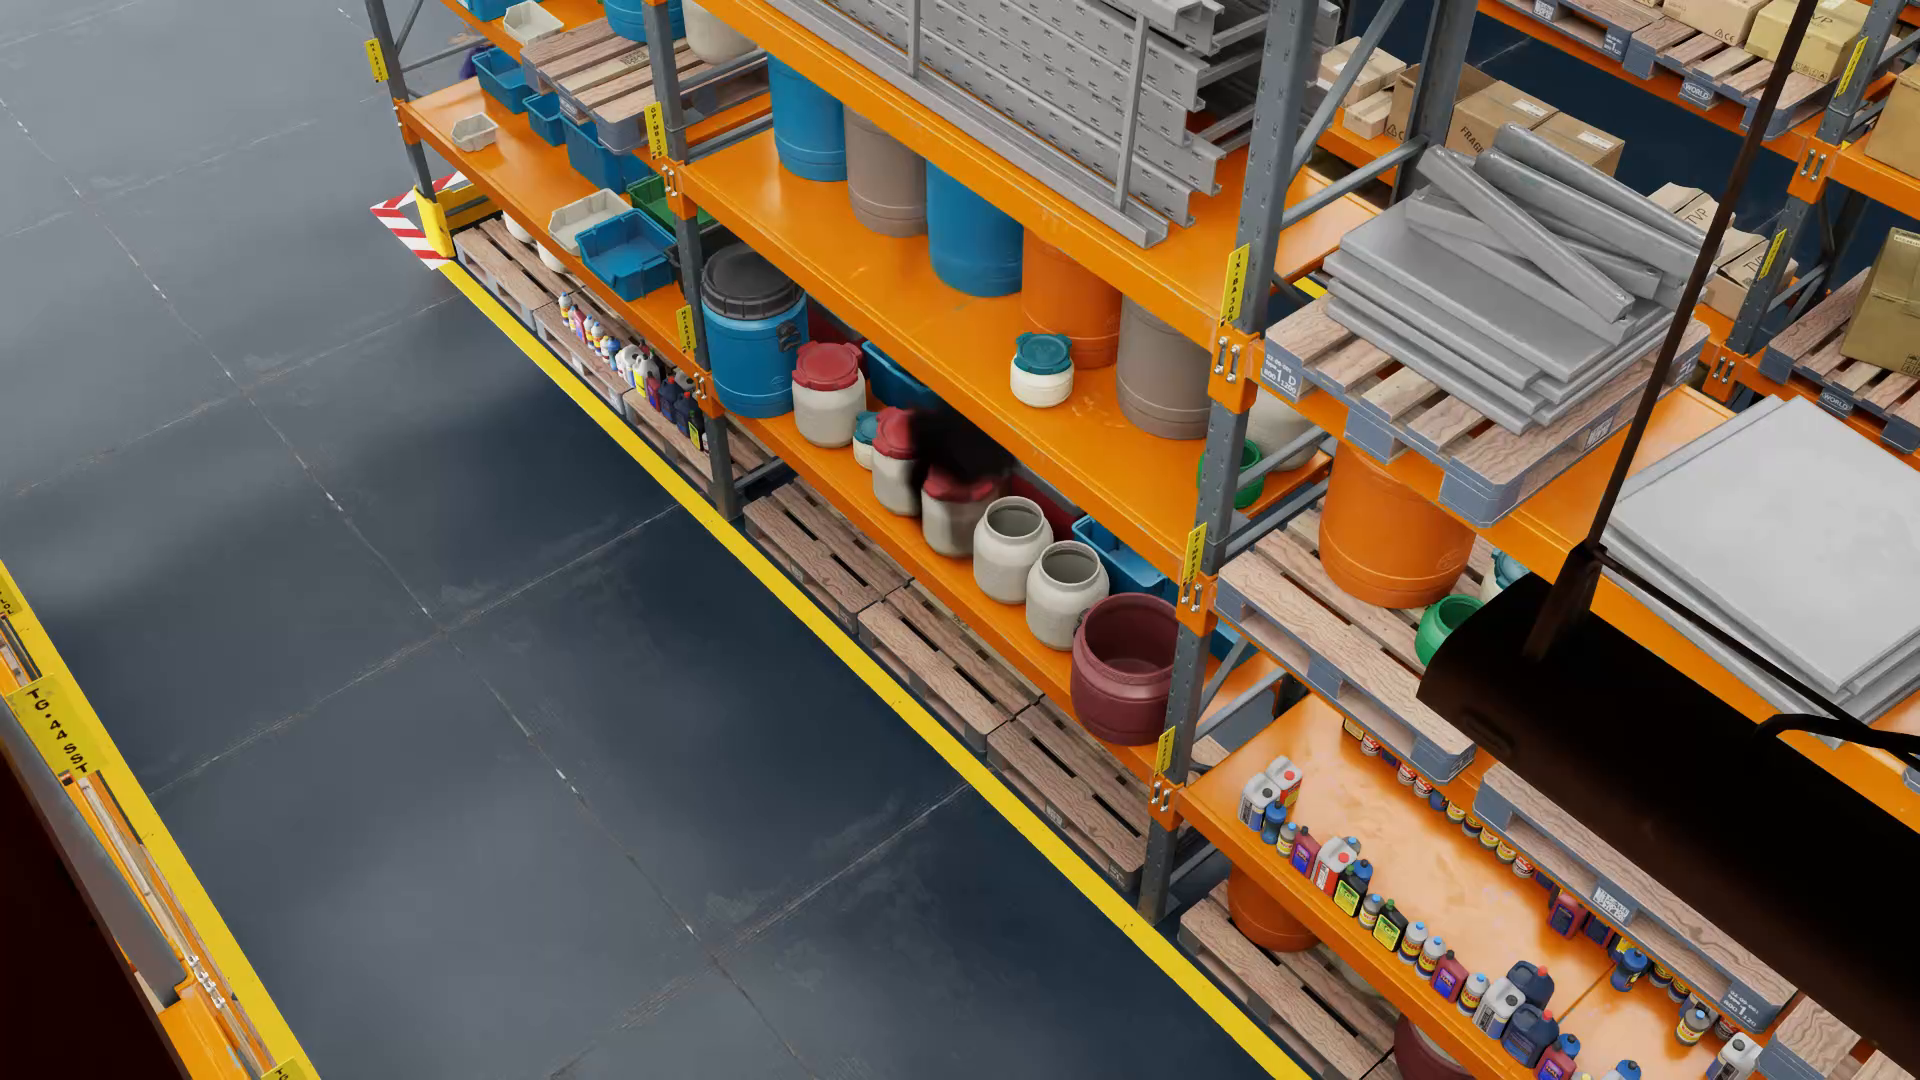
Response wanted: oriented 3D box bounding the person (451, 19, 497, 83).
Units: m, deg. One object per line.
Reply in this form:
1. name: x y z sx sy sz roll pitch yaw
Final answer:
1. person: -3.803 -3.980 13.667 0.759 1.673 0.602 -26 52 -23
